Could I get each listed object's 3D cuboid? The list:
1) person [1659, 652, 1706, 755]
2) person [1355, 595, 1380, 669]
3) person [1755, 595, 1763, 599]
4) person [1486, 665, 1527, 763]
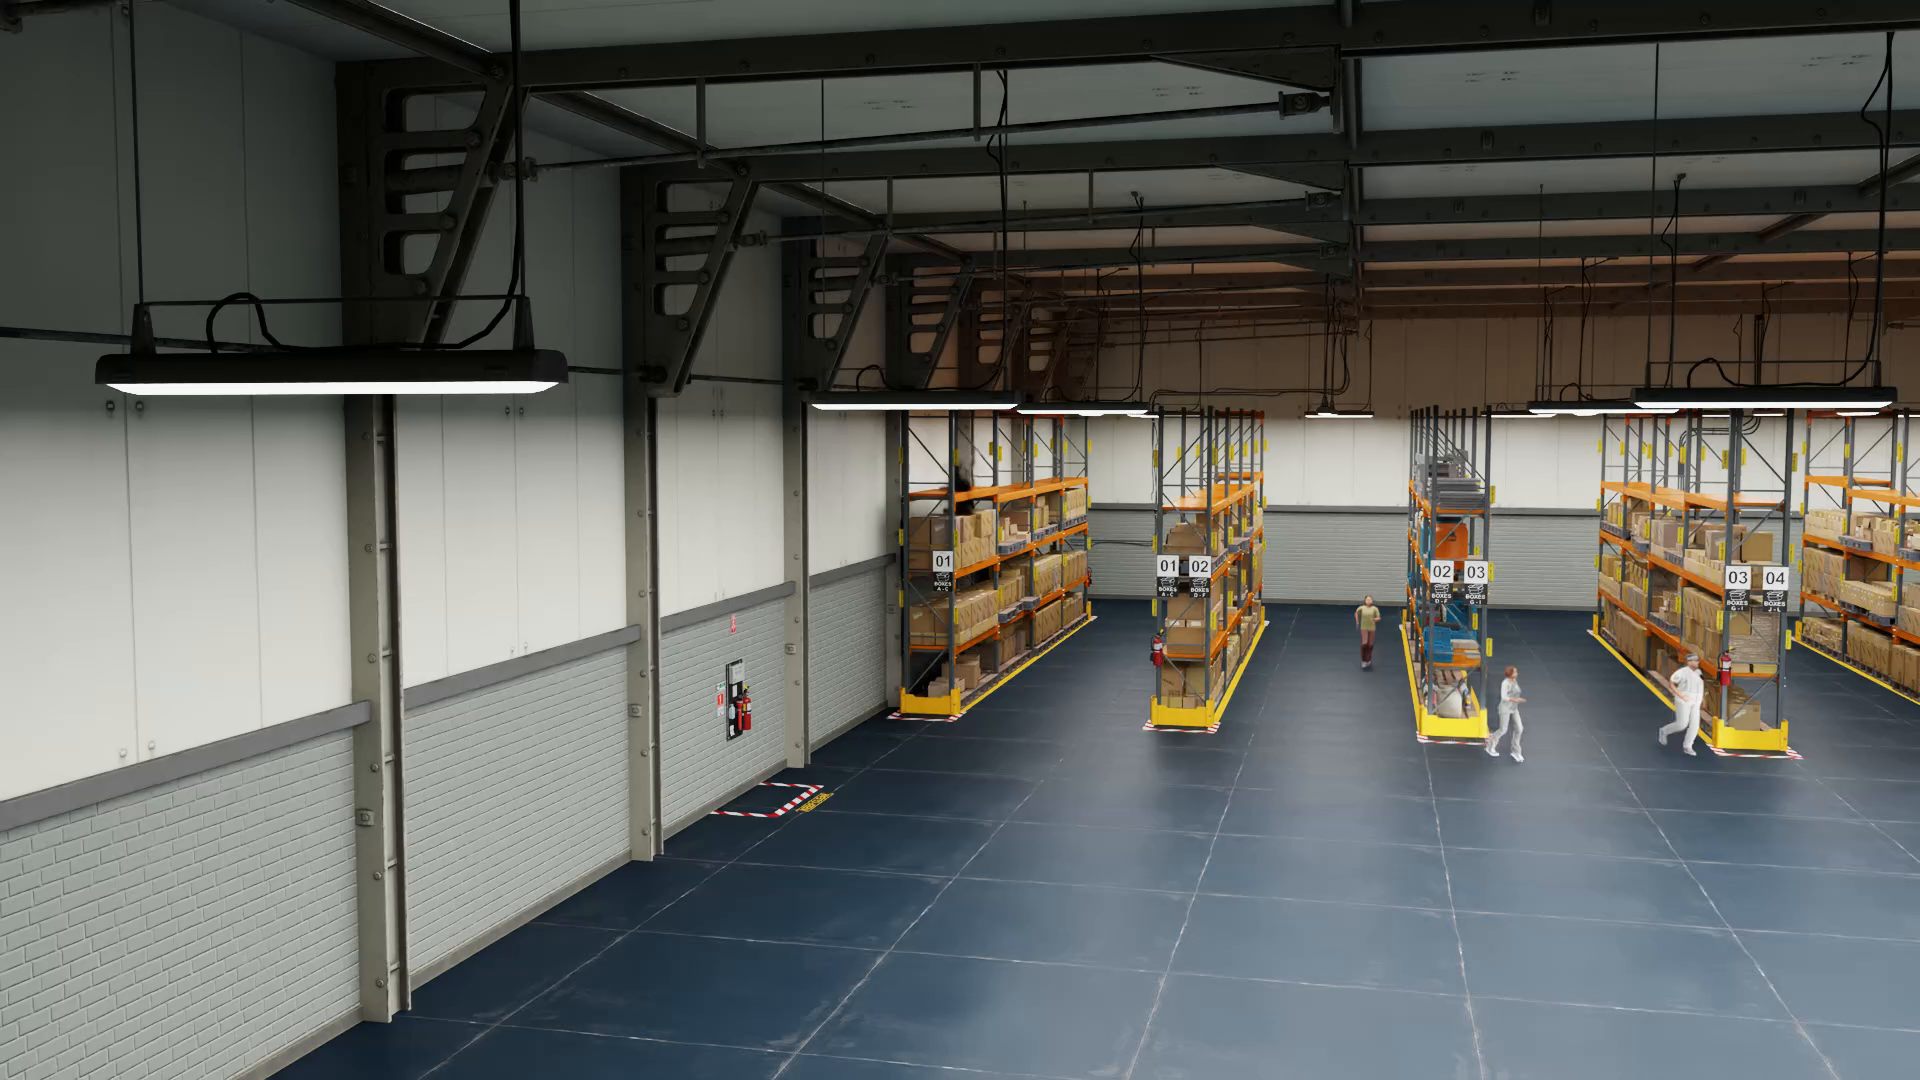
[{"bbox_3d":[12.610,2.799,28.752,0.718,1.725,0.818,-1,4,-18],"label":"person"},{"bbox_3d":[9.473,2.121,38.618,0.544,1.708,0.708,0,4,6],"label":"person"},{"bbox_3d":[21.313,1.671,43.977,0.919,1.776,0.738,-2,5,-25],"label":"person"},{"bbox_3d":[9.228,2.921,28.013,0.553,1.656,0.712,-4,6,-42],"label":"person"}]
